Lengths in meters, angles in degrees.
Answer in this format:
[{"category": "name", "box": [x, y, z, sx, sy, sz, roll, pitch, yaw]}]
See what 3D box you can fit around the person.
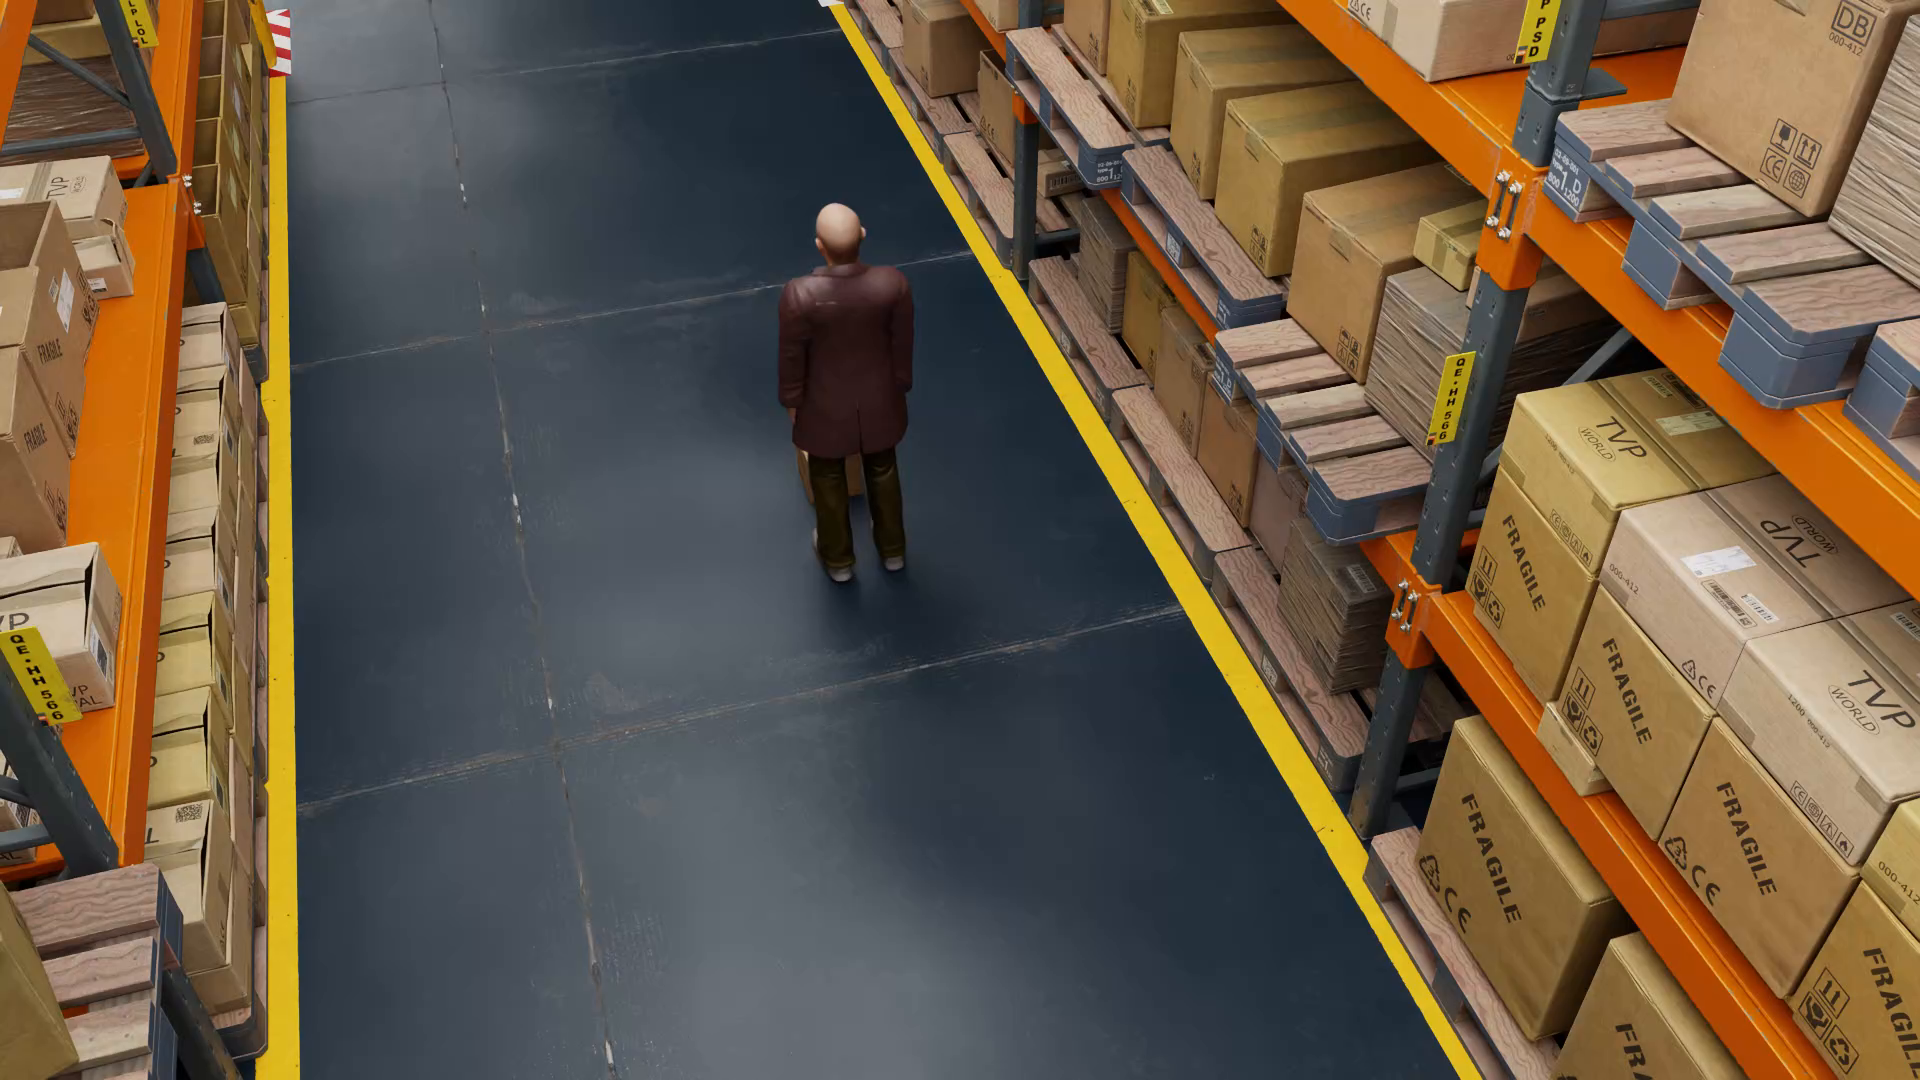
[{"category": "person", "box": [-0.472, -0.603, 6.855, 0.563, 1.784, 0.387, -11, 43, -12]}]
